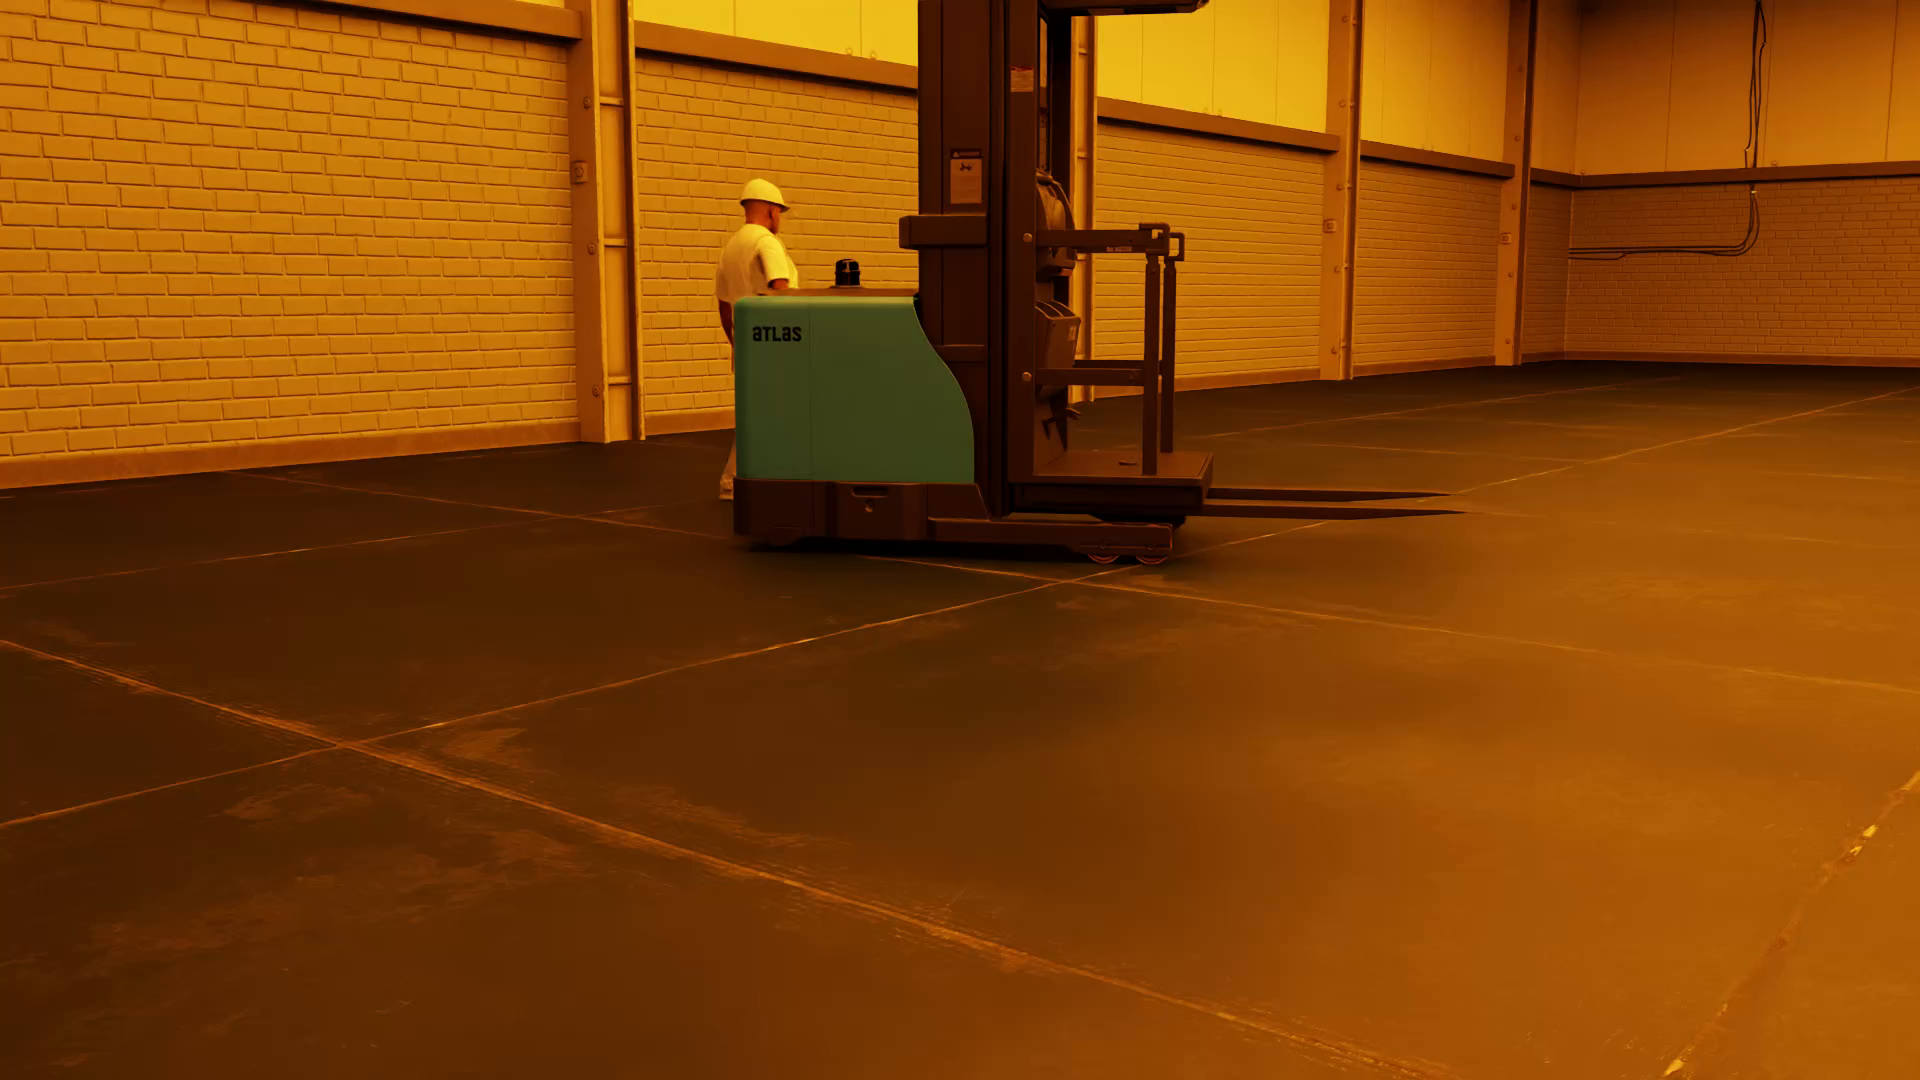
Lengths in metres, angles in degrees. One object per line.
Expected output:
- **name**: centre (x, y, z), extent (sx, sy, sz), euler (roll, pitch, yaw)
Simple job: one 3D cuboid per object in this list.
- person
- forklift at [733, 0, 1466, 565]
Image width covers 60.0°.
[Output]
- **person**: centre (-0.989, -1.016, 8.580), extent (0.493, 1.678, 0.945), euler (-5, 10, -30)
- **forklift**: centre (0.599, -1.433, 7.077), extent (3.031, 2.935, 1.130), euler (2, 8, 11)
